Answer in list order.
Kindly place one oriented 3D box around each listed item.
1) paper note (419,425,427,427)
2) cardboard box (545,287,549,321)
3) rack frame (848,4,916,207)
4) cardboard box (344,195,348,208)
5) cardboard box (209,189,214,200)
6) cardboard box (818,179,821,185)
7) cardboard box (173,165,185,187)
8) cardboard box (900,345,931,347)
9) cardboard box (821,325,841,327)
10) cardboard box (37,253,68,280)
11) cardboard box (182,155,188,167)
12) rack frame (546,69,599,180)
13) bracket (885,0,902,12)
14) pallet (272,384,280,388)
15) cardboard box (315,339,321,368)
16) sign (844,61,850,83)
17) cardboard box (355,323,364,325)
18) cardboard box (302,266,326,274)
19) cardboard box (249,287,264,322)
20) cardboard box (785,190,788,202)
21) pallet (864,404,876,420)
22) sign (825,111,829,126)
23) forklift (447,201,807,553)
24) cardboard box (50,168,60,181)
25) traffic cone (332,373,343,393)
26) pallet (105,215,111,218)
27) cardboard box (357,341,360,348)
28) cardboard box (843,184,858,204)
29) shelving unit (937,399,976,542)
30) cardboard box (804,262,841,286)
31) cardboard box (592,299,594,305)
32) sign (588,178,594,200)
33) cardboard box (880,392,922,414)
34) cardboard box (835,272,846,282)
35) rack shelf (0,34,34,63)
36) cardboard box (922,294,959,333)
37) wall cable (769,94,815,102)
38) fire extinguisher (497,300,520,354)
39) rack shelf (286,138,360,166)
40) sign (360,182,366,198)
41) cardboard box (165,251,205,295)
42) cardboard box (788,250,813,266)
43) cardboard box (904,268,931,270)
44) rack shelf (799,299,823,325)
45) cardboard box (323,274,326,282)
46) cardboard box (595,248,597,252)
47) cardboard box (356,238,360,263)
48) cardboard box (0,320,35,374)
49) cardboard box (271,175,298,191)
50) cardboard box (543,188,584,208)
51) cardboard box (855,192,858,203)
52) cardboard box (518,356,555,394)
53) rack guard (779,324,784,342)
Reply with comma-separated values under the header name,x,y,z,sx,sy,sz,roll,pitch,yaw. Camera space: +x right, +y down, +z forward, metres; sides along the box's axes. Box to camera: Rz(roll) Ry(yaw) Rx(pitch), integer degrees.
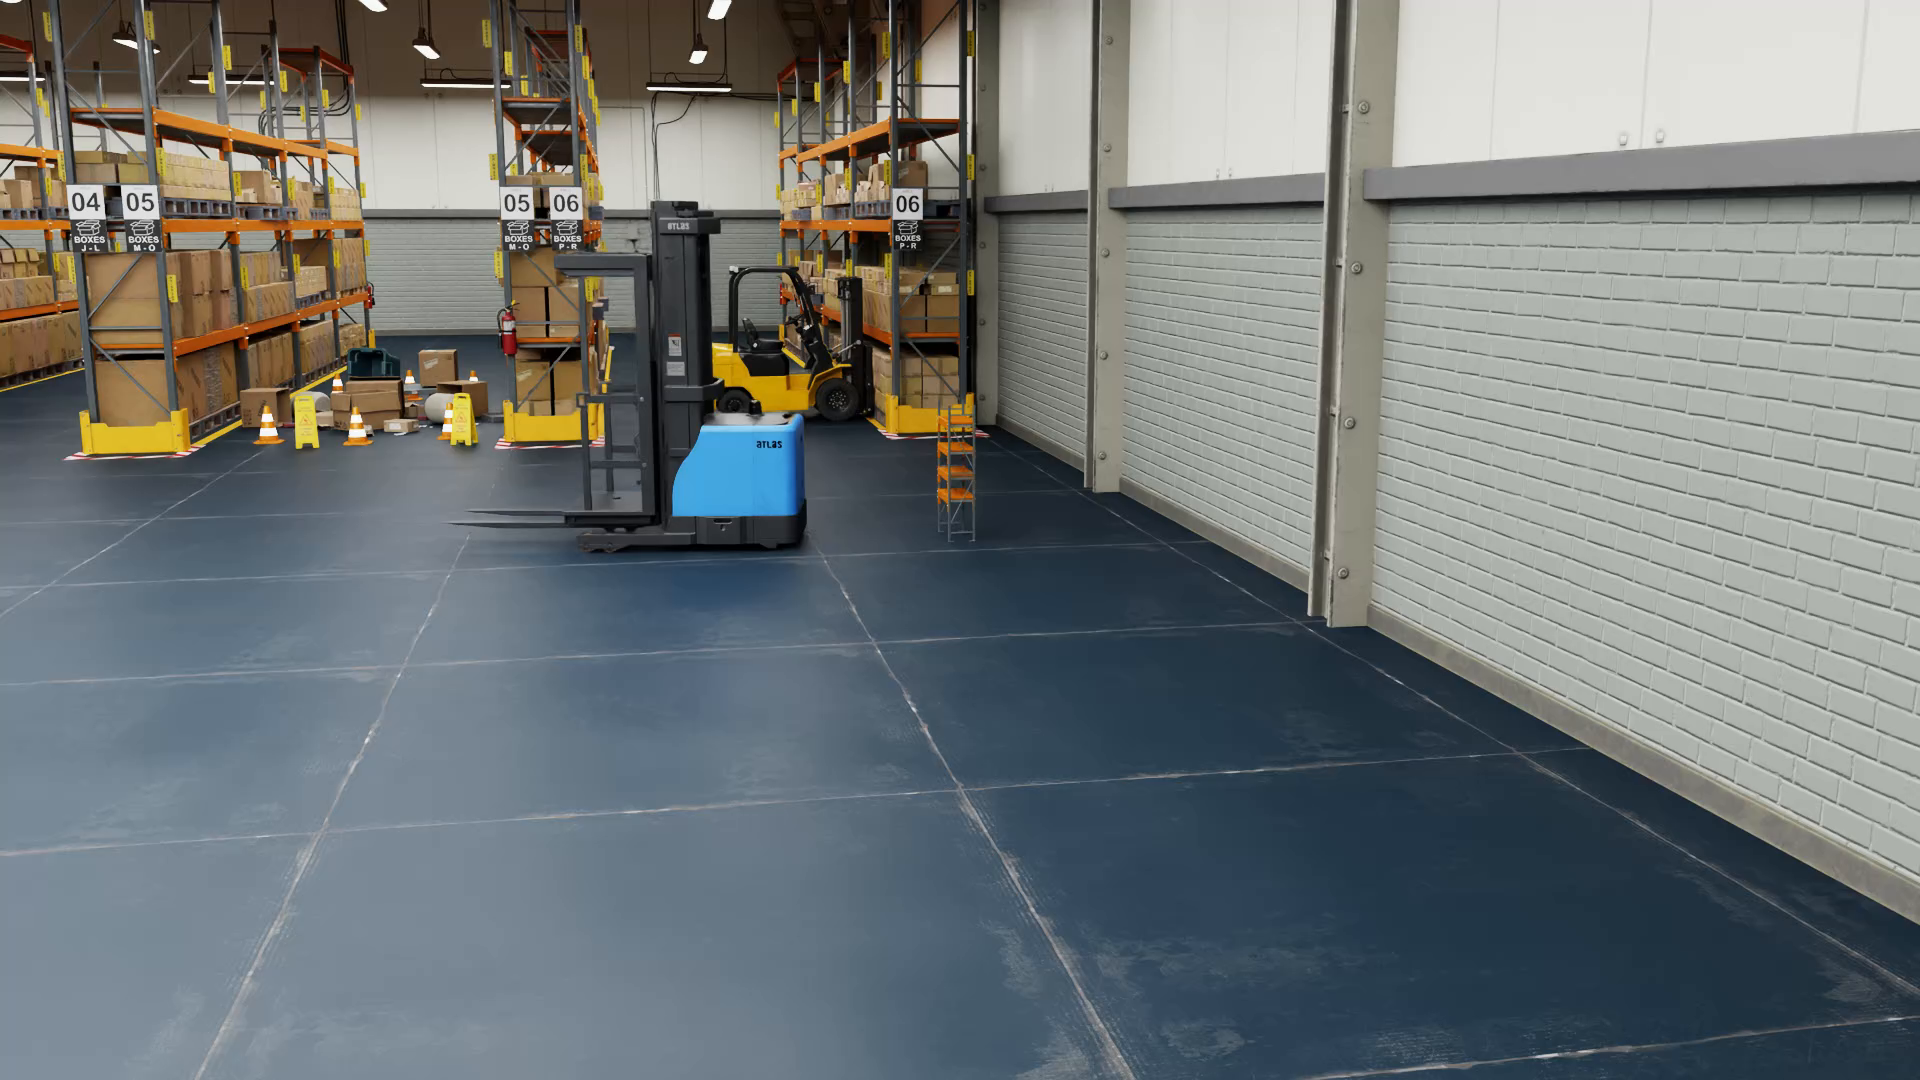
name,x,y,z,sx,sy,sz,roll,pitch,yaw
paper note,-7.431,-1.567,22.881,0.148,0.019,0.142,2,11,9
cardboard box,-5.746,-3.146,22.141,0.500,0.500,0.500,-2,11,-11
rack frame,-1.187,-6.631,25.470,1.000,3.000,0.127,-2,11,-11
cardboard box,-12.601,-6.795,33.415,0.500,0.250,0.500,-3,11,-13
cardboard box,-10.309,-4.669,22.461,0.380,0.149,0.250,-2,11,-10
cardboard box,-2.616,-7.053,33.086,0.396,0.266,0.258,-2,11,-12
cardboard box,-10.055,-4.563,20.841,0.500,0.250,0.500,-2,11,-12
cardboard box,-0.703,-2.762,24.742,0.500,0.250,0.500,-2,11,-11
cardboard box,-2.408,-3.945,31.229,0.380,0.149,0.250,-2,11,-9
cardboard box,-17.174,-5.148,31.321,0.500,0.500,0.500,-2,11,-11
cardboard box,-10.062,-4.827,21.163,0.380,0.149,0.250,-2,11,-12
rack frame,-8.389,-8.651,36.081,1.000,3.000,0.127,-2,11,-11
bracket,-1.095,-8.838,27.436,0.235,0.232,0.430,-2,11,-11
pallet,-11.356,-2.298,26.203,1.003,0.211,1.213,-2,11,-11
cardboard box,-11.762,-3.341,29.792,0.500,0.500,0.500,-2,11,-12
sign,-1.717,-7.107,25.260,0.100,0.325,0.005,-2,11,-11
cardboard box,-12.873,-4.516,35.309,0.380,0.149,0.250,-2,11,-10
cardboard box,-12.177,-5.080,31.323,0.380,0.149,0.250,-2,11,-8
cardboard box,-10.828,-3.552,25.071,0.500,0.500,0.500,-2,11,-11
cardboard box,-3.489,-7.401,35.802,0.500,0.250,0.500,-2,11,-12
pallet,-0.832,-1.943,24.339,1.003,0.211,1.213,-2,11,-11
sign,-2.972,-9.385,37.017,0.100,0.325,0.005,-2,11,-11
forklift,-2.897,-1.433,14.386,3.031,2.935,1.130,0,11,-1
cardboard box,-17.727,-7.119,32.392,0.500,0.250,0.500,-2,11,-13
traffic cone,-9.670,-2.359,25.853,0.336,0.463,0.334,-2,11,-11
pallet,-17.955,-6.638,33.763,1.003,0.211,1.213,-2,11,-11
cardboard box,-12.630,-4.038,34.390,0.380,0.149,0.250,-3,11,-14
cardboard box,-1.567,-5.493,26.361,0.500,0.311,0.500,-2,11,-13
shelving unit,-0.032,-0.620,14.744,0.258,1.200,0.503,-2,11,-11
cardboard box,-2.615,-5.071,31.927,0.700,0.500,0.500,-2,11,-11
cardboard box,-5.853,-3.699,25.656,0.380,0.149,0.250,-2,11,-10
sign,-5.524,-5.252,24.861,0.100,0.325,0.005,-2,11,-11
cardboard box,-0.810,-1.881,22.786,0.500,0.250,0.500,-2,11,-11
cardboard box,-1.876,-4.386,27.714,0.380,0.149,0.250,-2,11,-13
rack shelf,-16.943,-8.469,28.162,1.077,0.370,4.000,-2,11,-11
cardboard box,-0.233,-3.101,22.697,0.500,0.500,0.500,-2,11,-9
wall cable,-3.363,-12.646,42.196,2.988,3.039,0.133,-2,11,-11
fire extinguisher,-5.707,-2.694,21.033,0.296,0.674,0.183,-2,11,-11
rack shelf,-12.836,-7.731,33.178,1.077,0.370,4.000,-2,11,-11
sign,-12.676,-7.430,35.322,0.100,0.325,0.005,-2,11,-11
cardboard box,-10.320,-3.450,21.509,0.875,0.550,0.550,-2,11,-11
cardboard box,-3.405,-5.958,35.576,0.500,0.500,0.500,-2,11,-10
cardboard box,-0.611,-3.914,24.443,0.380,0.149,0.250,-2,11,-12
rack shelf,-2.354,-4.431,31.880,1.077,0.370,4.000,-2,11,-11
cardboard box,-12.176,-4.935,31.355,0.380,0.149,0.250,-2,11,-9
cardboard box,-6.880,-5.062,30.330,0.500,0.500,0.500,-2,11,-9
cardboard box,-12.793,-6.024,34.586,0.500,0.500,0.500,-3,11,-13
cardboard box,-16.833,-3.330,28.728,1.225,0.875,0.875,-2,11,-11
cardboard box,-11.666,-6.161,28.706,0.396,0.266,0.258,-2,11,-11
cardboard box,-5.113,-4.417,21.465,0.500,0.250,0.500,-2,11,-12
cardboard box,-1.397,-5.196,25.235,0.380,0.149,0.250,-2,11,-10
cardboard box,-5.793,-2.226,22.596,0.500,0.500,0.500,-2,11,-9
rack guard,-3.506,-4.643,37.754,1.175,0.500,0.348,-2,11,-11
